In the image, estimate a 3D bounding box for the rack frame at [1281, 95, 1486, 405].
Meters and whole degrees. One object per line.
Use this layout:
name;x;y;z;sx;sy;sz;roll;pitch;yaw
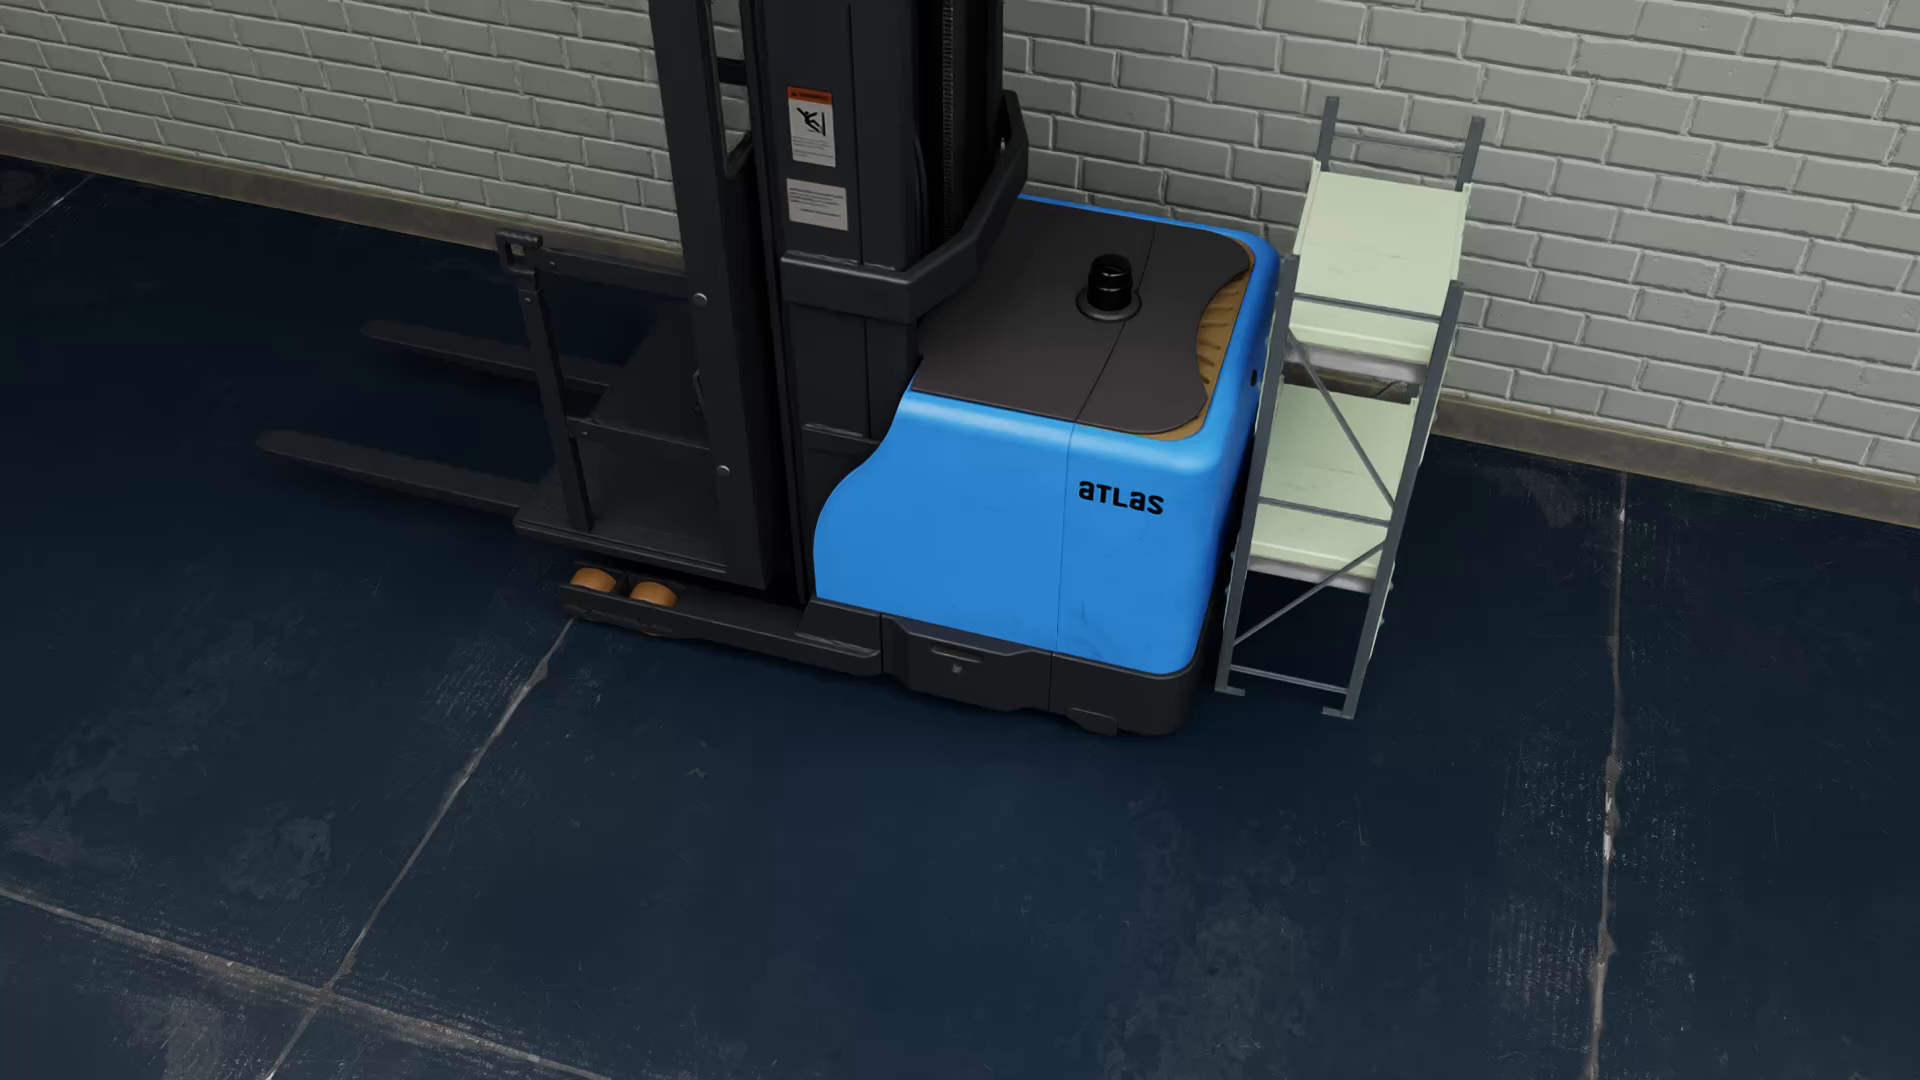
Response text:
rack frame;1.132;-0.561;4.751;0.400;1.500;0.023;11;46;11

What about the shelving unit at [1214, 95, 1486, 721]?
shelving unit;1.030;-0.315;4.499;0.431;1.500;0.755;11;46;11

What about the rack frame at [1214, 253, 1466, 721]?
rack frame;0.928;-0.069;4.248;0.400;1.500;0.023;11;46;11

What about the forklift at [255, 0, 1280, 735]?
forklift;-0.682;-1.101;4.280;3.031;2.935;1.130;12;46;12

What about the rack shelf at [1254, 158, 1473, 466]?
rack shelf;1.030;-0.594;4.227;0.431;0.370;0.720;11;46;11

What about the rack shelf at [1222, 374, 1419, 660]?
rack shelf;1.030;-0.082;4.727;0.431;0.370;0.720;11;46;11
